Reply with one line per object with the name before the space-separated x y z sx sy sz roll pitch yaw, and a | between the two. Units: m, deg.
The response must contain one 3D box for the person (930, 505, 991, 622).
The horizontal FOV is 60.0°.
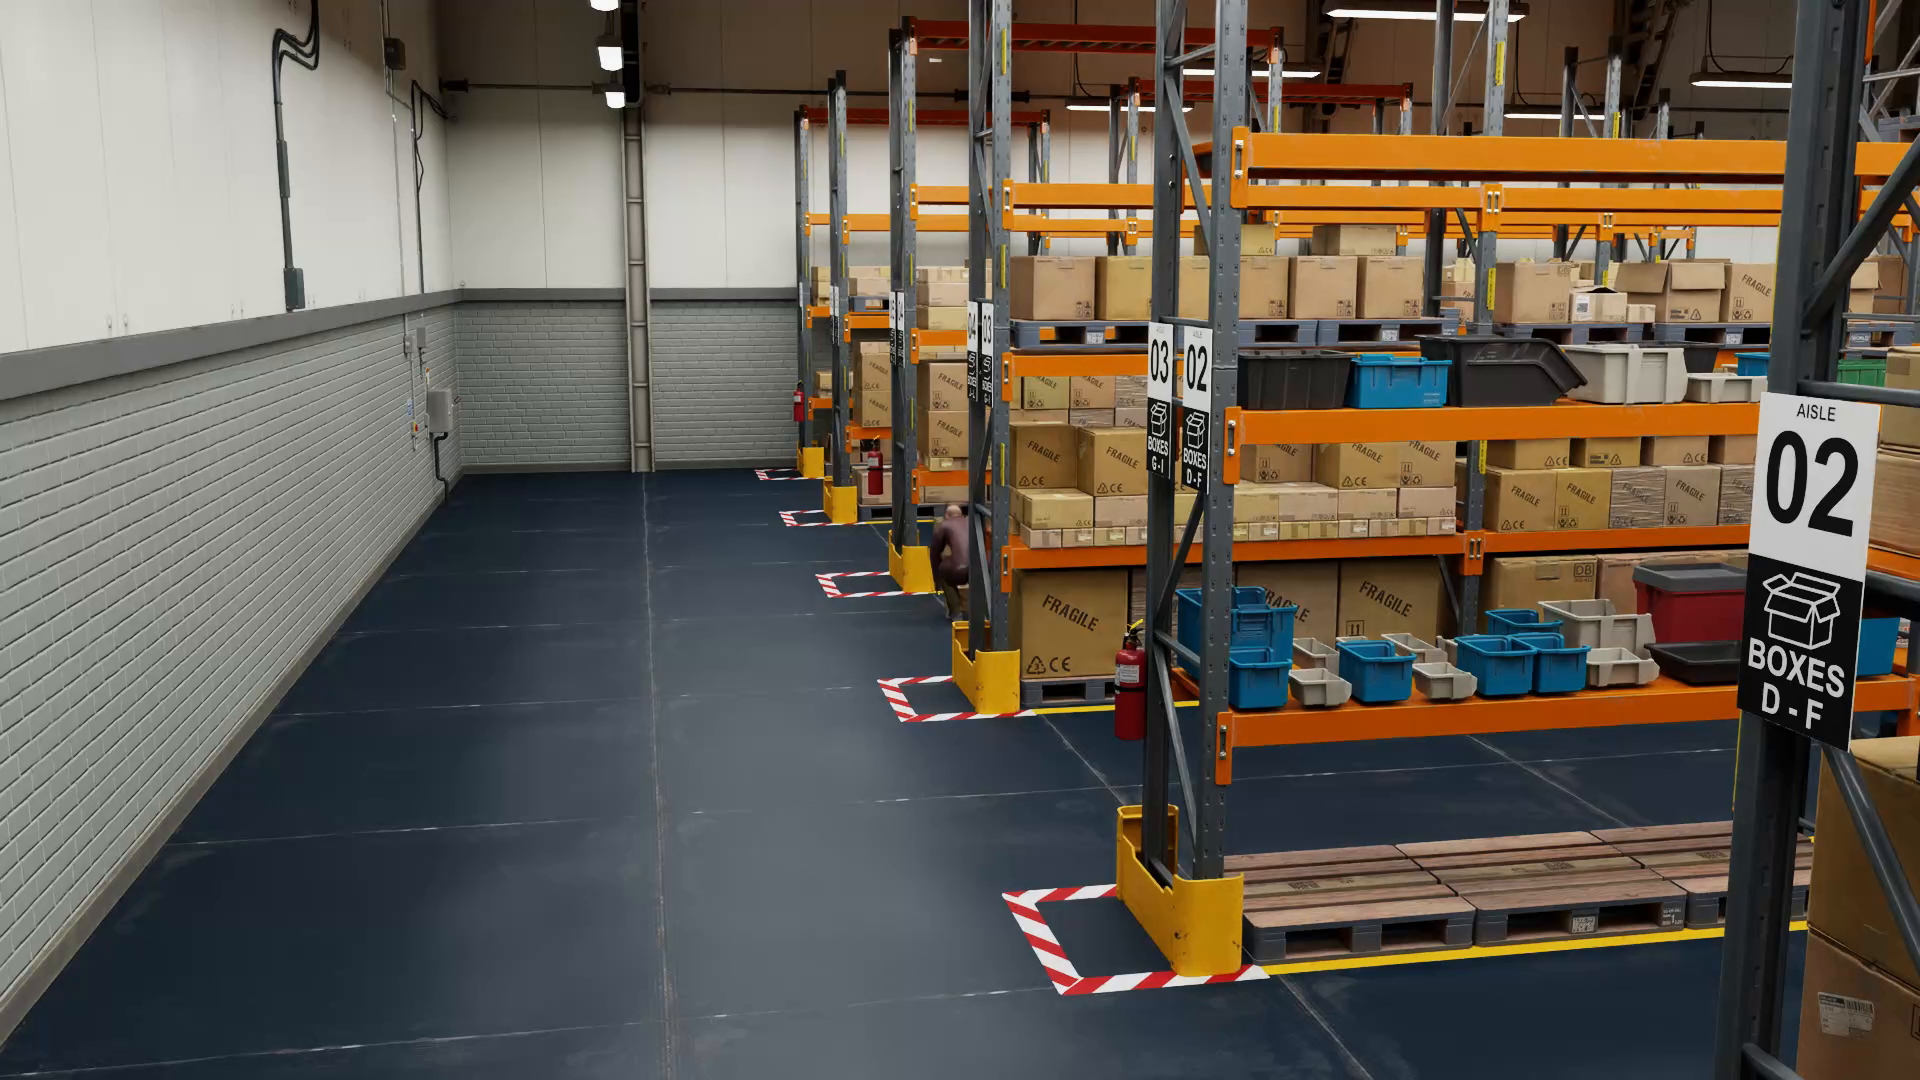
person | 0.032 0.245 16.551 0.613 1.092 0.861 -2 10 -11
